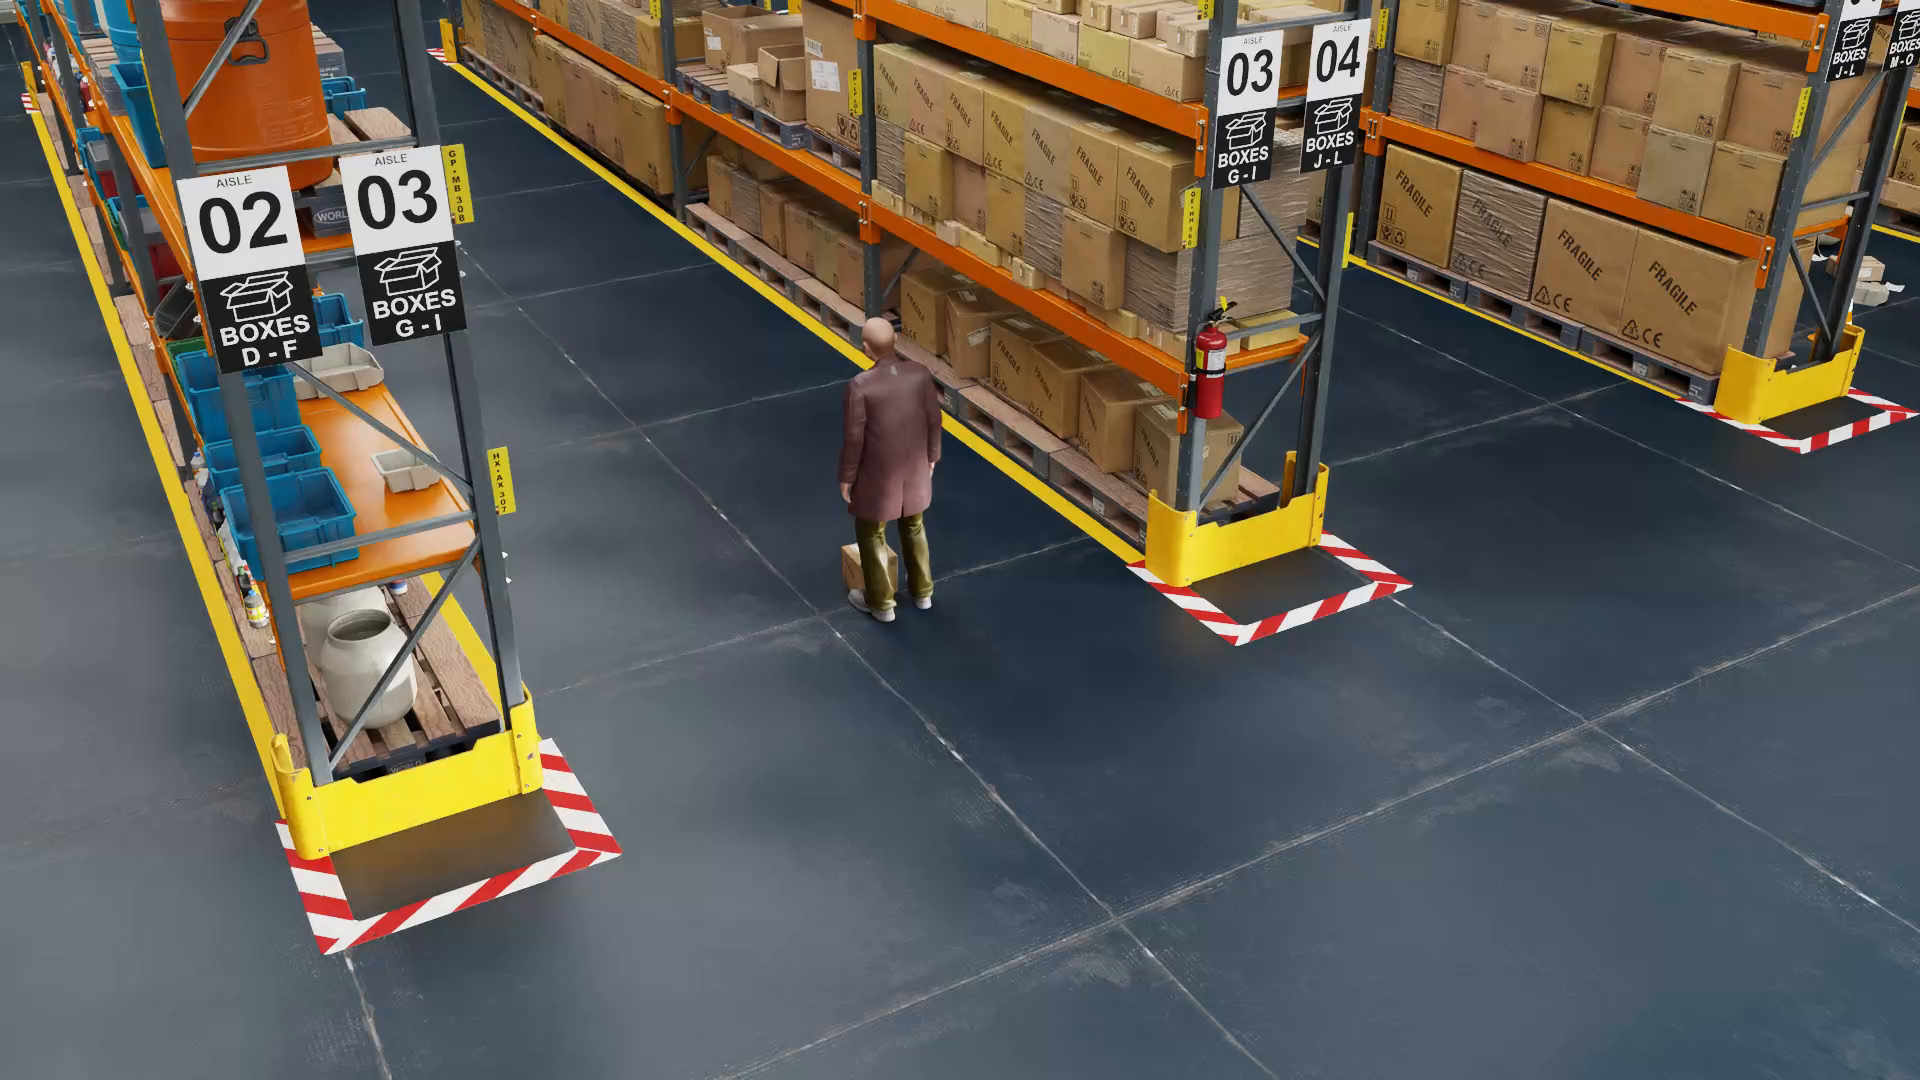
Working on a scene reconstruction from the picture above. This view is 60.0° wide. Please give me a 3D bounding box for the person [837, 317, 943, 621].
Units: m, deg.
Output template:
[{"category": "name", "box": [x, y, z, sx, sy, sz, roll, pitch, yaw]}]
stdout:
[{"category": "person", "box": [-0.396, -0.394, 9.308, 0.641, 1.773, 0.427, -16, 32, -27]}]
